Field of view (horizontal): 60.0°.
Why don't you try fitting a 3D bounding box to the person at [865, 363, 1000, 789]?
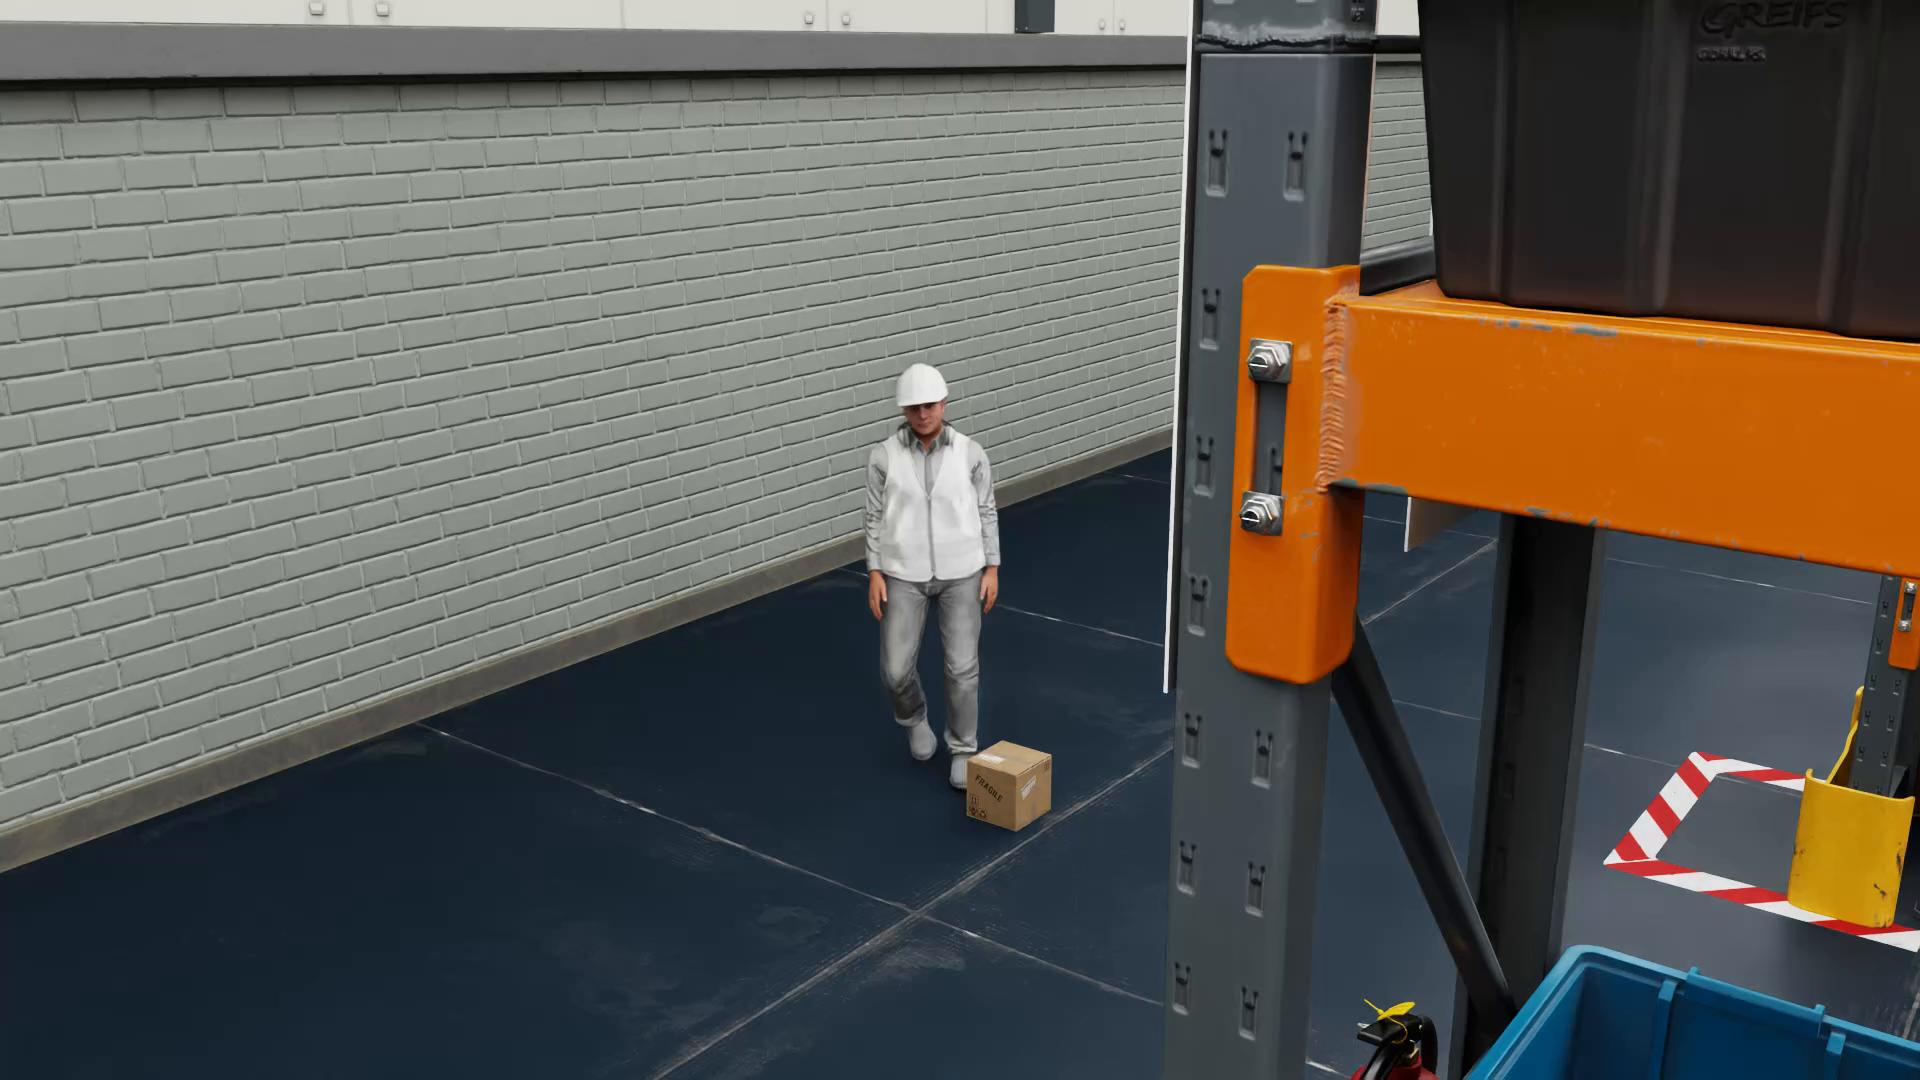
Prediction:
[{"bbox_3d":[-0.110,0.151,6.969,0.565,1.764,0.490,-1,16,-4],"label":"person"}]
